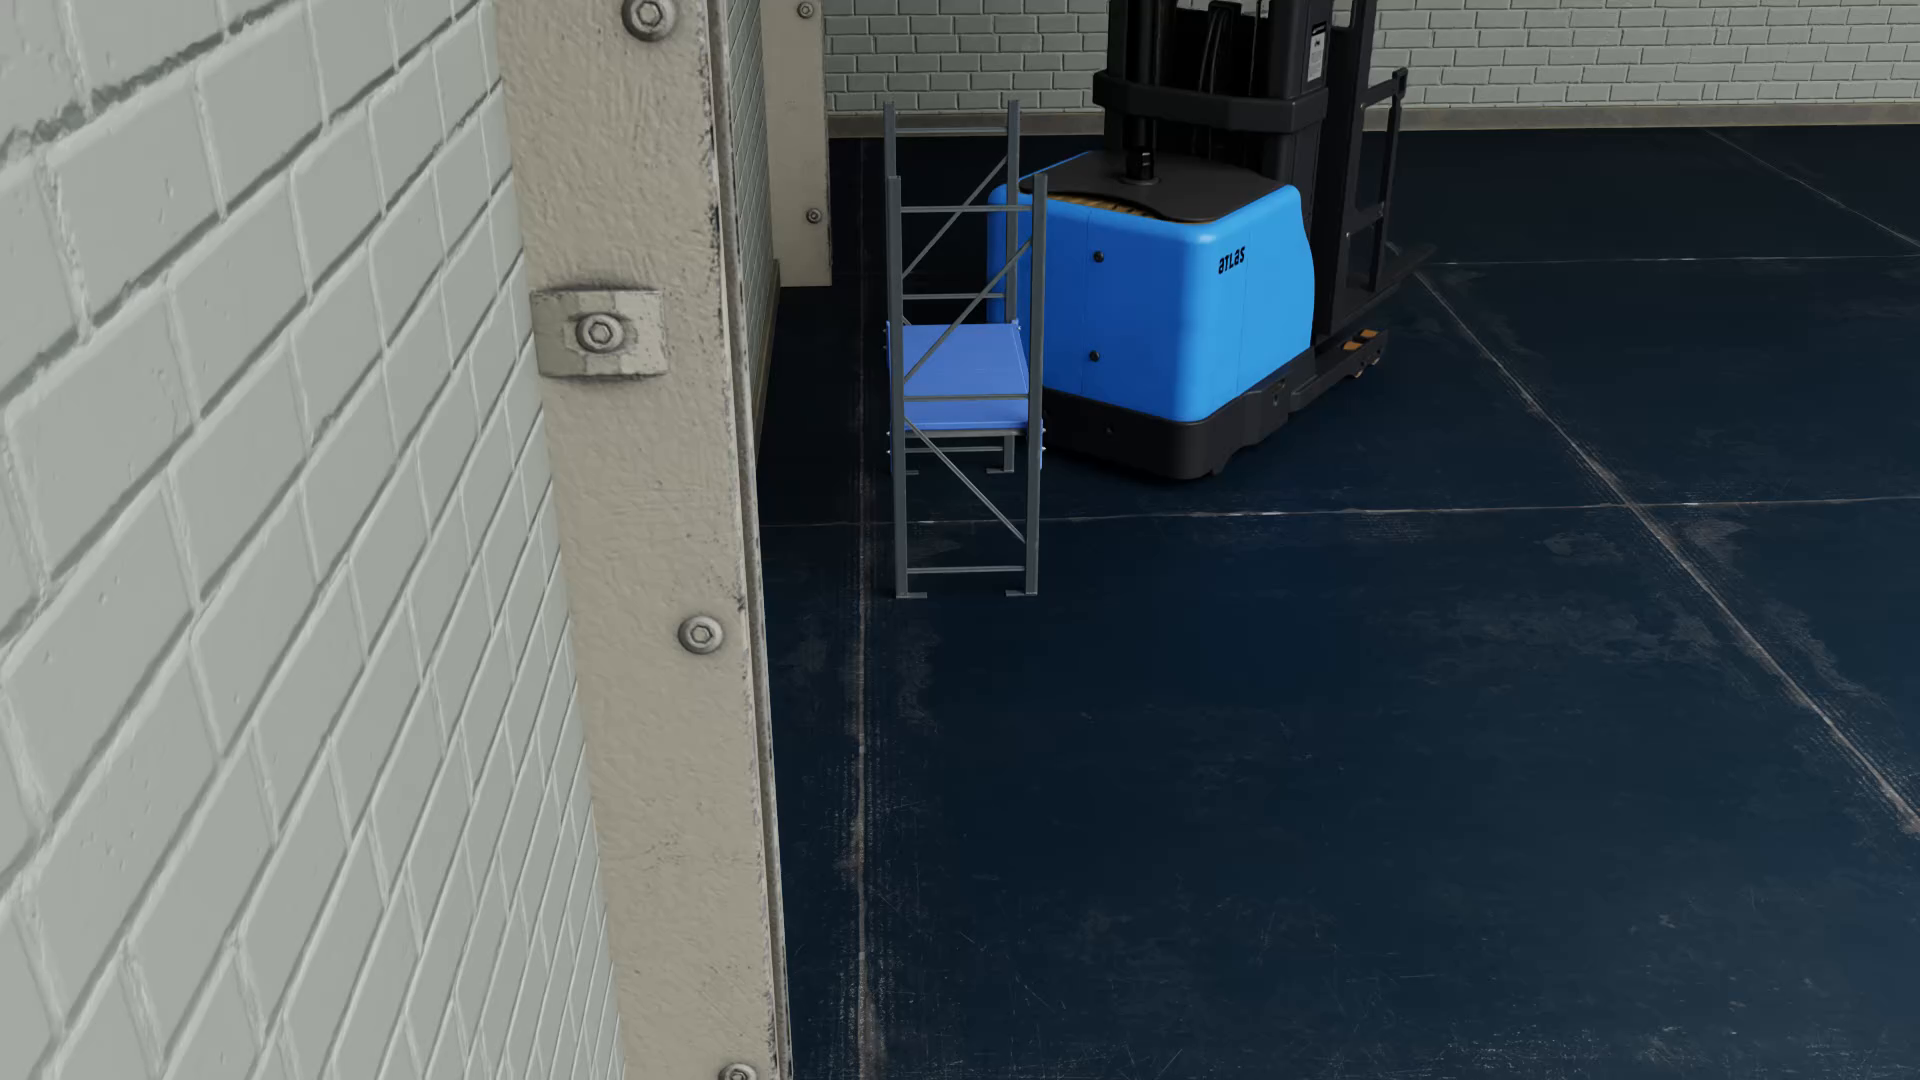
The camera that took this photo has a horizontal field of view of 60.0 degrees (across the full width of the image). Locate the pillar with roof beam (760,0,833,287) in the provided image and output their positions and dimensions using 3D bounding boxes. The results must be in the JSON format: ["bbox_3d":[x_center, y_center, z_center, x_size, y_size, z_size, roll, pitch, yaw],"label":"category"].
[{"bbox_3d":[3.452,-5.535,7.131,9.100,9.000,0.400,-1,28,-3],"label":"pillar with roof beam"}]

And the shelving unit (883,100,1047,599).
[{"bbox_3d":[-0.004,-0.704,5.979,0.538,1.500,1.048,-1,28,-3],"label":"shelving unit"}]

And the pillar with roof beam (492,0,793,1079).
[{"bbox_3d":[3.765,-2.764,1.818,9.100,9.000,0.400,-1,28,-3],"label":"pillar with roof beam"}]

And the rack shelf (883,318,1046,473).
[{"bbox_3d":[-0.004,-0.545,6.062,0.538,0.185,1.000,-1,28,-3],"label":"rack shelf"}]

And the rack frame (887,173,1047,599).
[{"bbox_3d":[0.022,-0.470,5.529,0.500,1.500,0.032,-1,28,-3],"label":"rack frame"}]

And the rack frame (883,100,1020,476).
[{"bbox_3d":[-0.031,-0.939,6.429,0.500,1.500,0.032,-1,28,-3],"label":"rack frame"}]

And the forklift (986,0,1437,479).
[{"bbox_3d":[1.356,-2.165,7.232,1.130,2.935,3.031,18,33,31],"label":"forklift"}]
